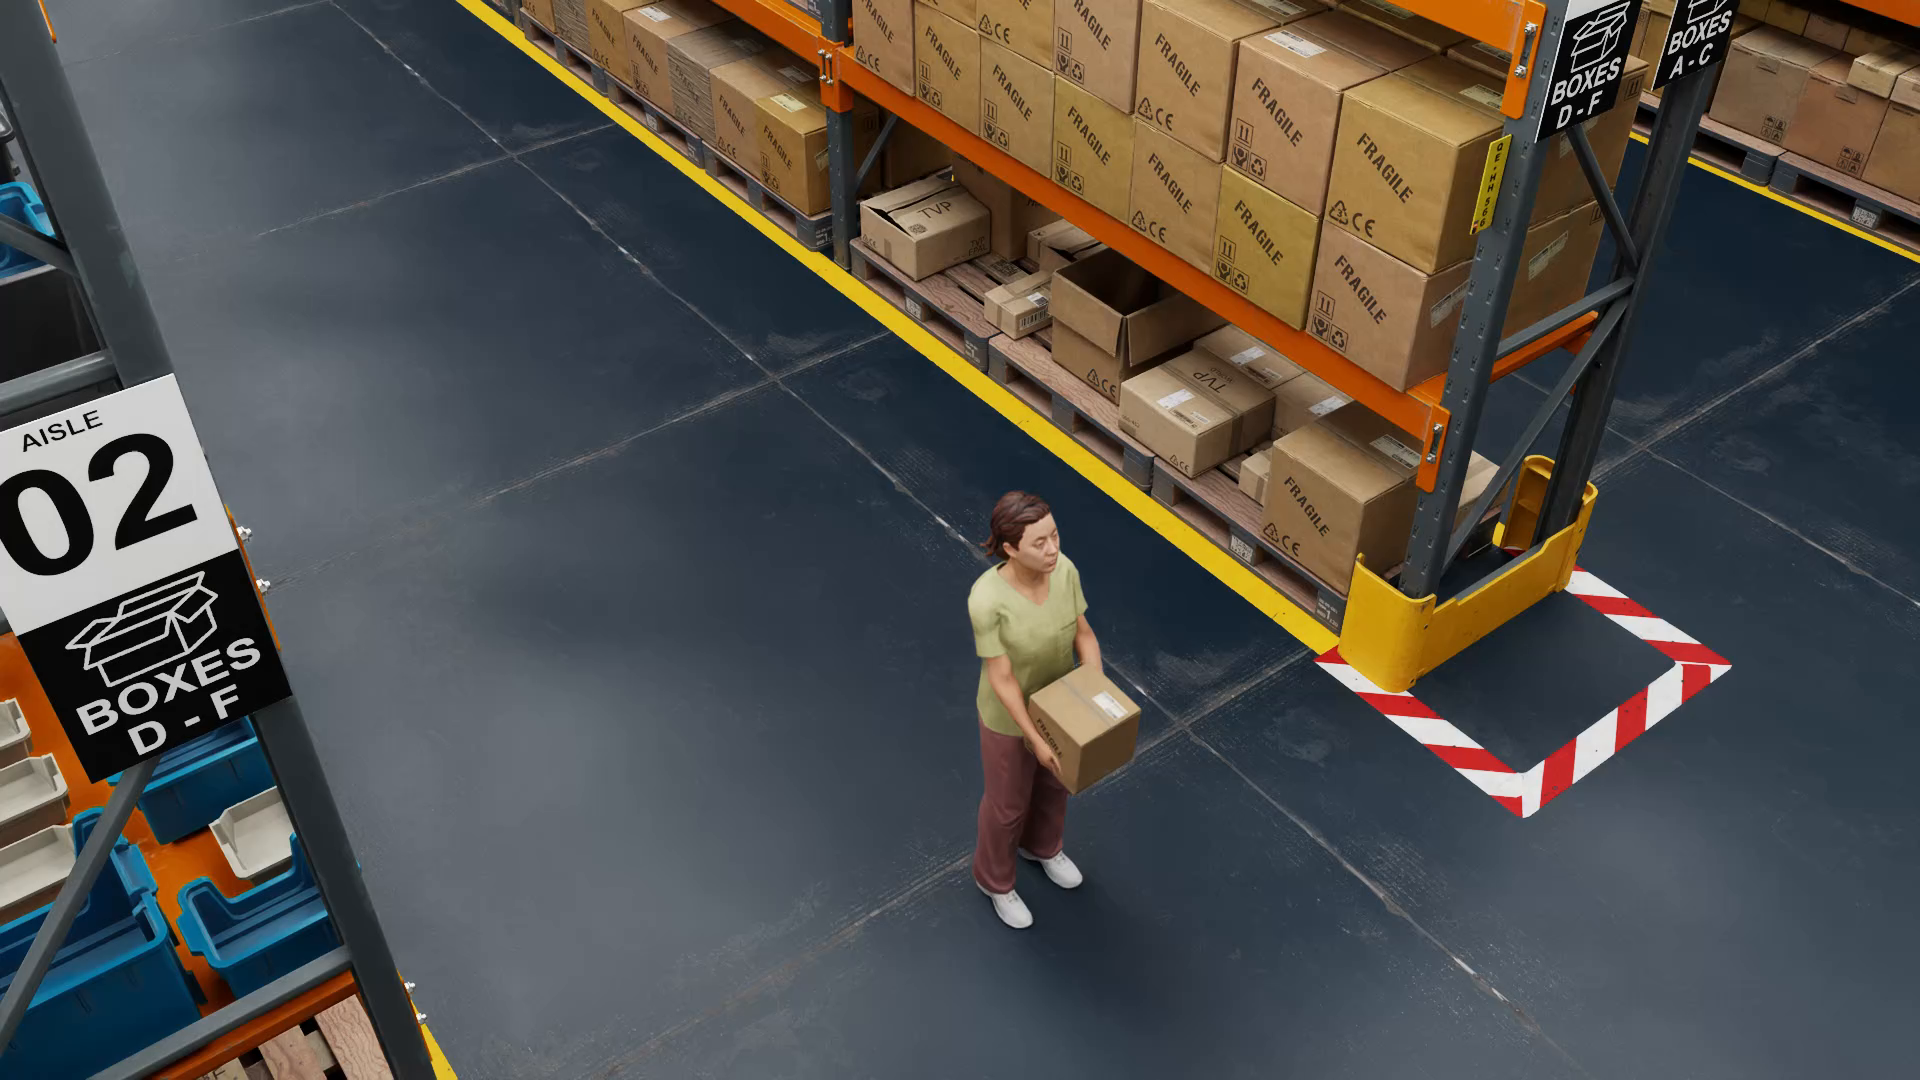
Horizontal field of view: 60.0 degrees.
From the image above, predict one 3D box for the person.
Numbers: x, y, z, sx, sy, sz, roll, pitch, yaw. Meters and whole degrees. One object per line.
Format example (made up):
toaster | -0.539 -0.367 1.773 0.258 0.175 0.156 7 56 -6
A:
person | 0.267 0.578 5.479 0.439 1.674 0.537 -27 47 -28
